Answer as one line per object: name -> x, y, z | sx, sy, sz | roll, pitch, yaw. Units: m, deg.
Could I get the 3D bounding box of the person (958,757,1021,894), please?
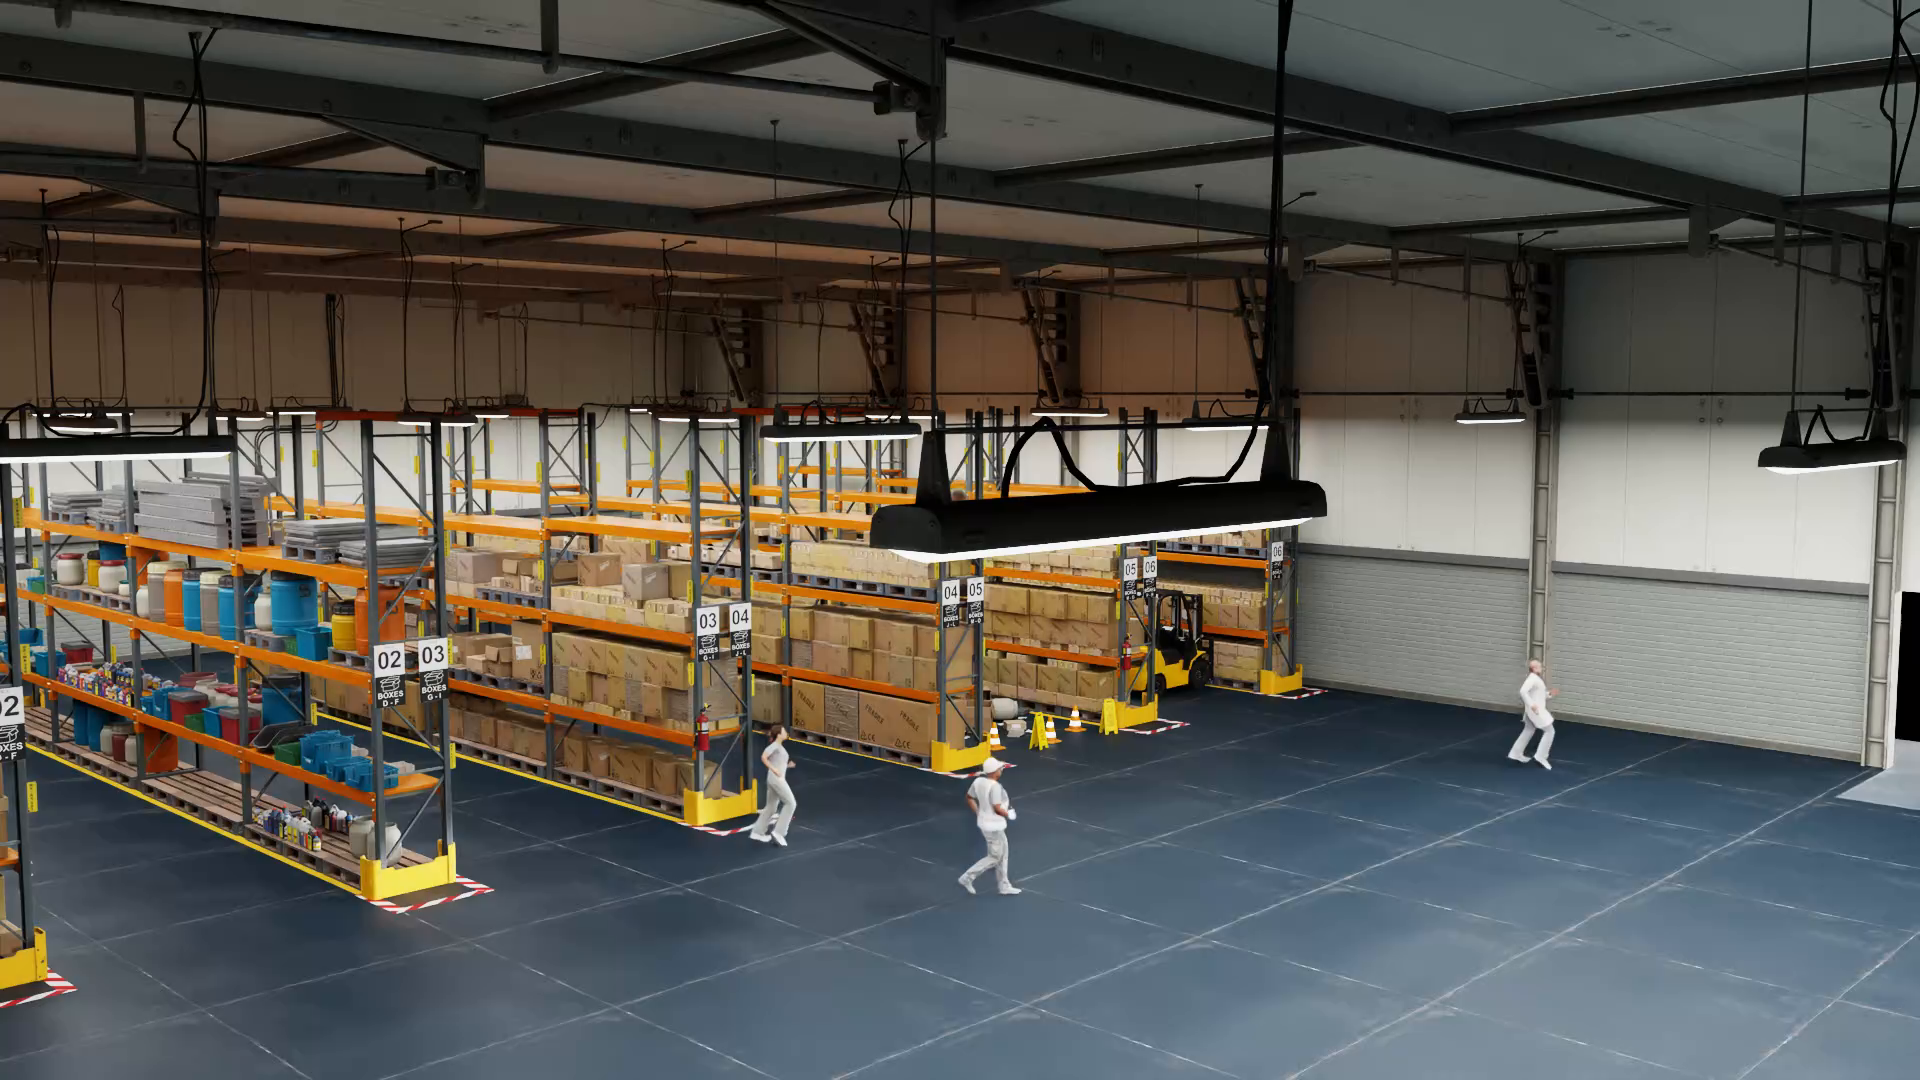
person -> 0.371, 3.606, 20.822 | 0.885, 1.777, 0.682 | -2, 5, -20

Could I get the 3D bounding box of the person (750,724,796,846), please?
person -> -2.652, 3.452, 23.462 | 0.659, 1.690, 0.632 | -1, 5, -10

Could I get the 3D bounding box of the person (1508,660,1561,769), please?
person -> 9.738, 2.956, 28.163 | 0.825, 1.842, 0.656 | 1, 5, 8
